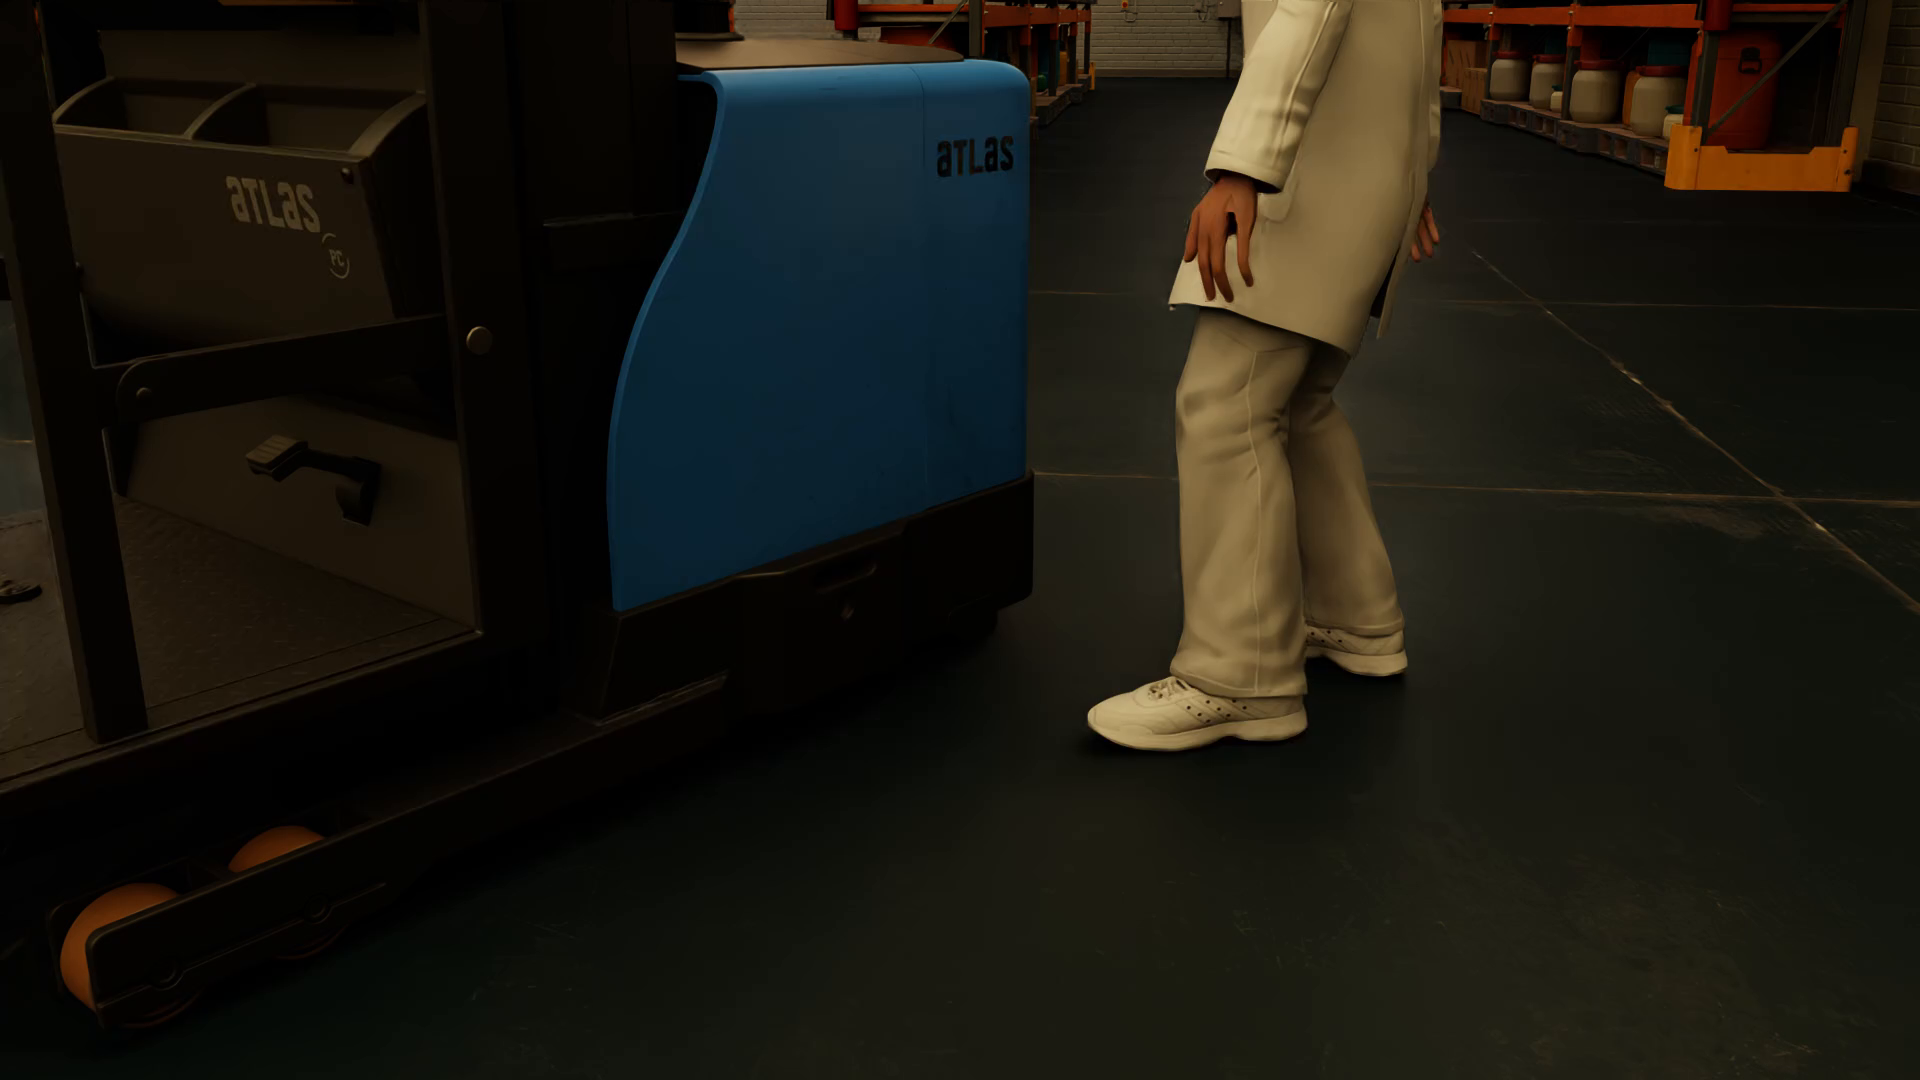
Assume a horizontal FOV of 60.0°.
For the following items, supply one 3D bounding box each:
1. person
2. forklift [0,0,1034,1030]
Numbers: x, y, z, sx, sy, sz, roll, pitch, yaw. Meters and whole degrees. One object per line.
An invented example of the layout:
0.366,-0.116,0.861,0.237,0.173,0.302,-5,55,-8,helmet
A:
0.579,-0.581,2.768,0.423,1.751,0.878,8,19,24,person
-1.184,-0.986,2.080,1.130,2.935,3.031,14,22,37,forklift
